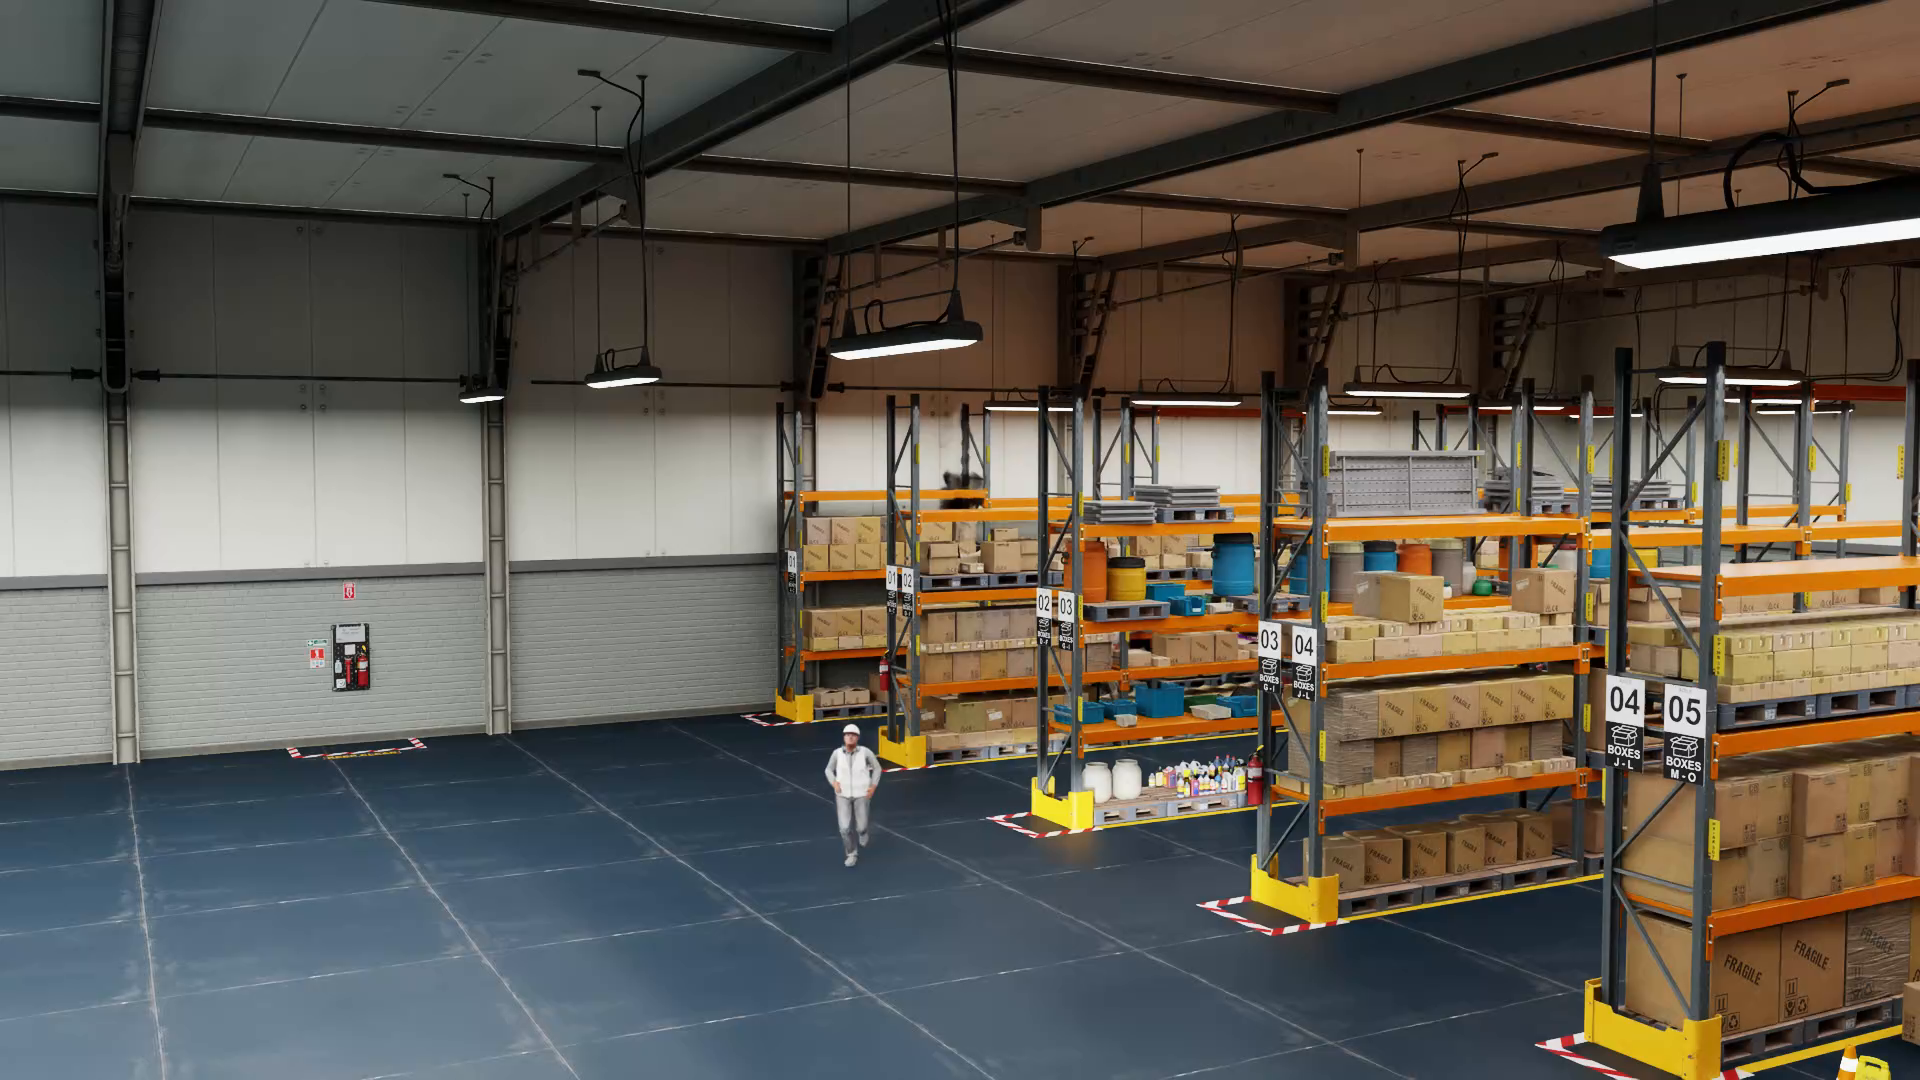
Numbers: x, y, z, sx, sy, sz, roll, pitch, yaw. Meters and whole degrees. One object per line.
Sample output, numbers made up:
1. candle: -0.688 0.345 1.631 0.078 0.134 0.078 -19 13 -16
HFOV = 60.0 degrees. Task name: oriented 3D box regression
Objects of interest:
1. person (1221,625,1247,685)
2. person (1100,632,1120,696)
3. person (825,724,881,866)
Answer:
1. person: 5.276 2.439 32.640 0.788 1.814 0.676 -2 4 -34
2. person: 2.696 2.241 30.982 0.603 1.759 0.664 -2 4 -29
3. person: -1.329 3.143 20.621 0.702 1.733 0.583 0 3 0
